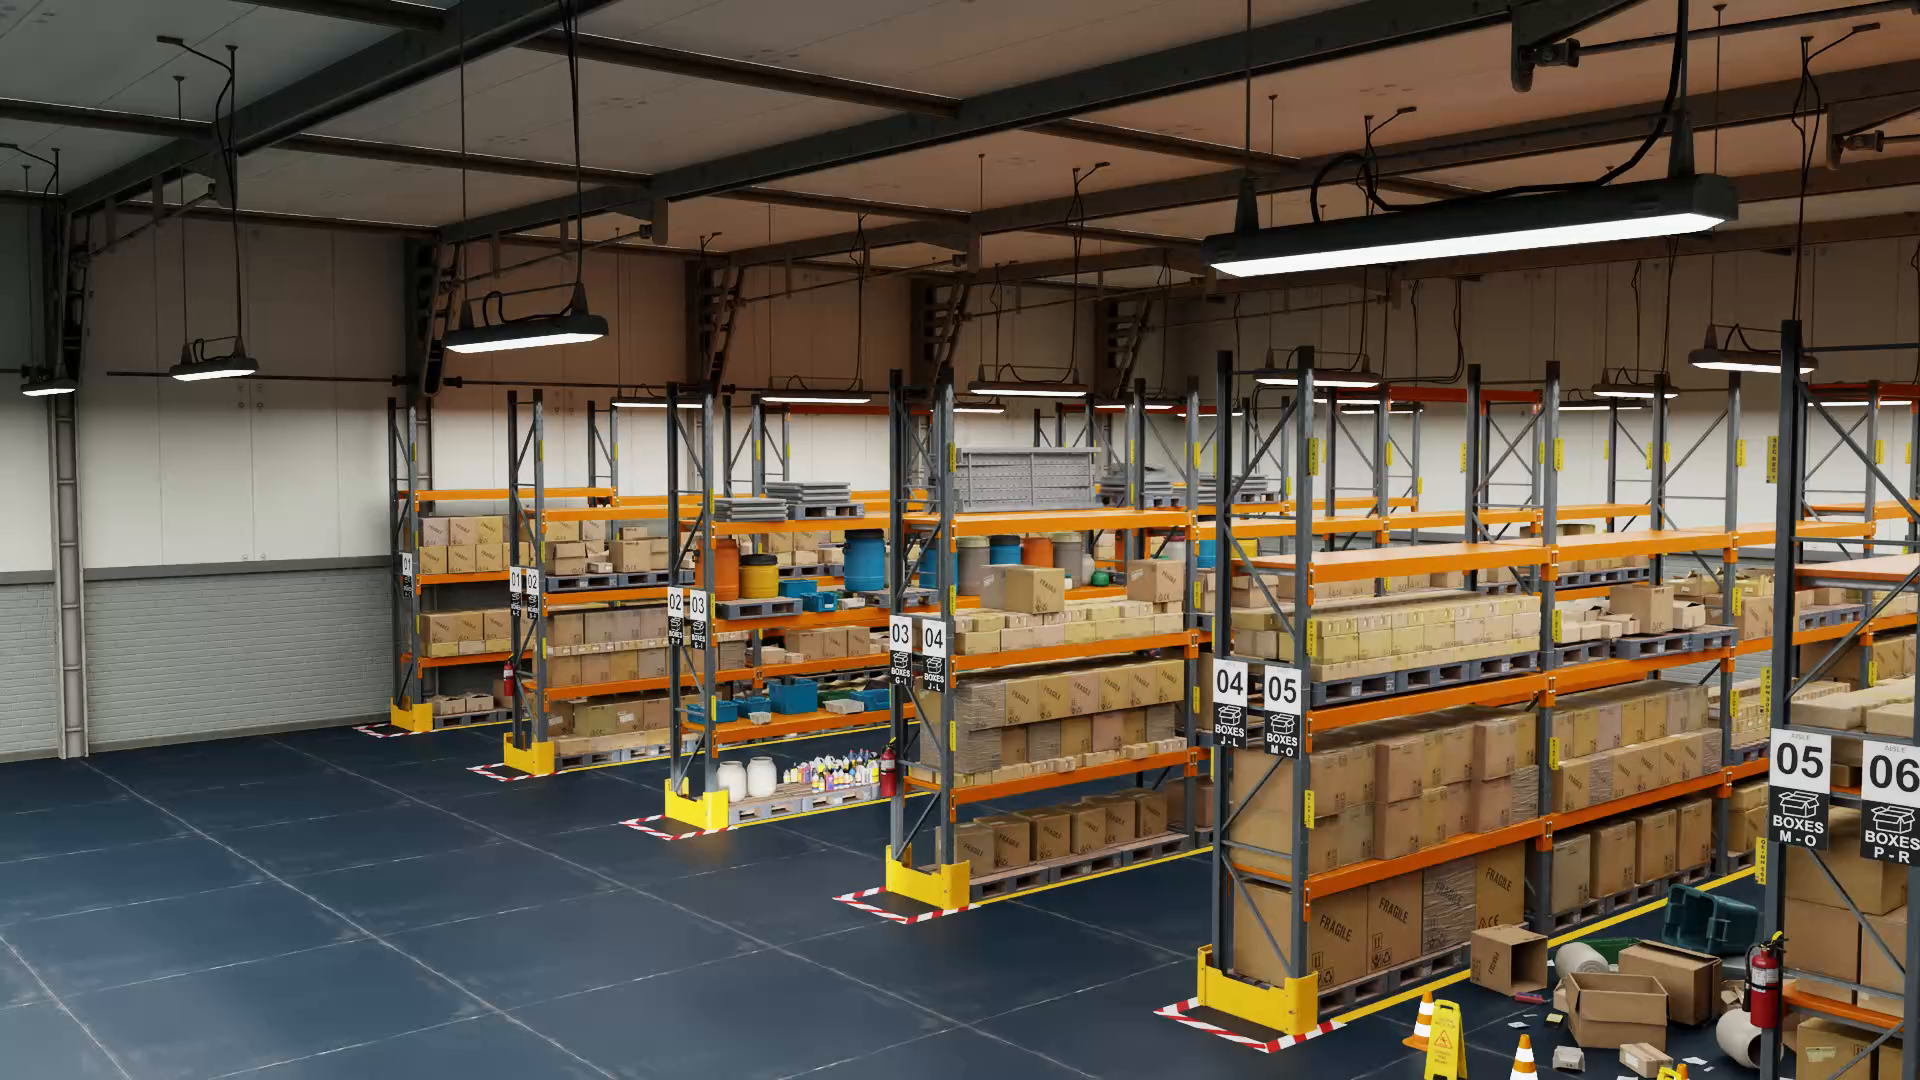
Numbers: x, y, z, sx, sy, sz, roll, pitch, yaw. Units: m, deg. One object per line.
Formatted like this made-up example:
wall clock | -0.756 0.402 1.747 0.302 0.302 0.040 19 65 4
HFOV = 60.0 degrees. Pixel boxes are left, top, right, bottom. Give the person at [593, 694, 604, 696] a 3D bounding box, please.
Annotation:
person | -6.334 2.551 29.360 0.622 1.817 0.897 3 5 44
